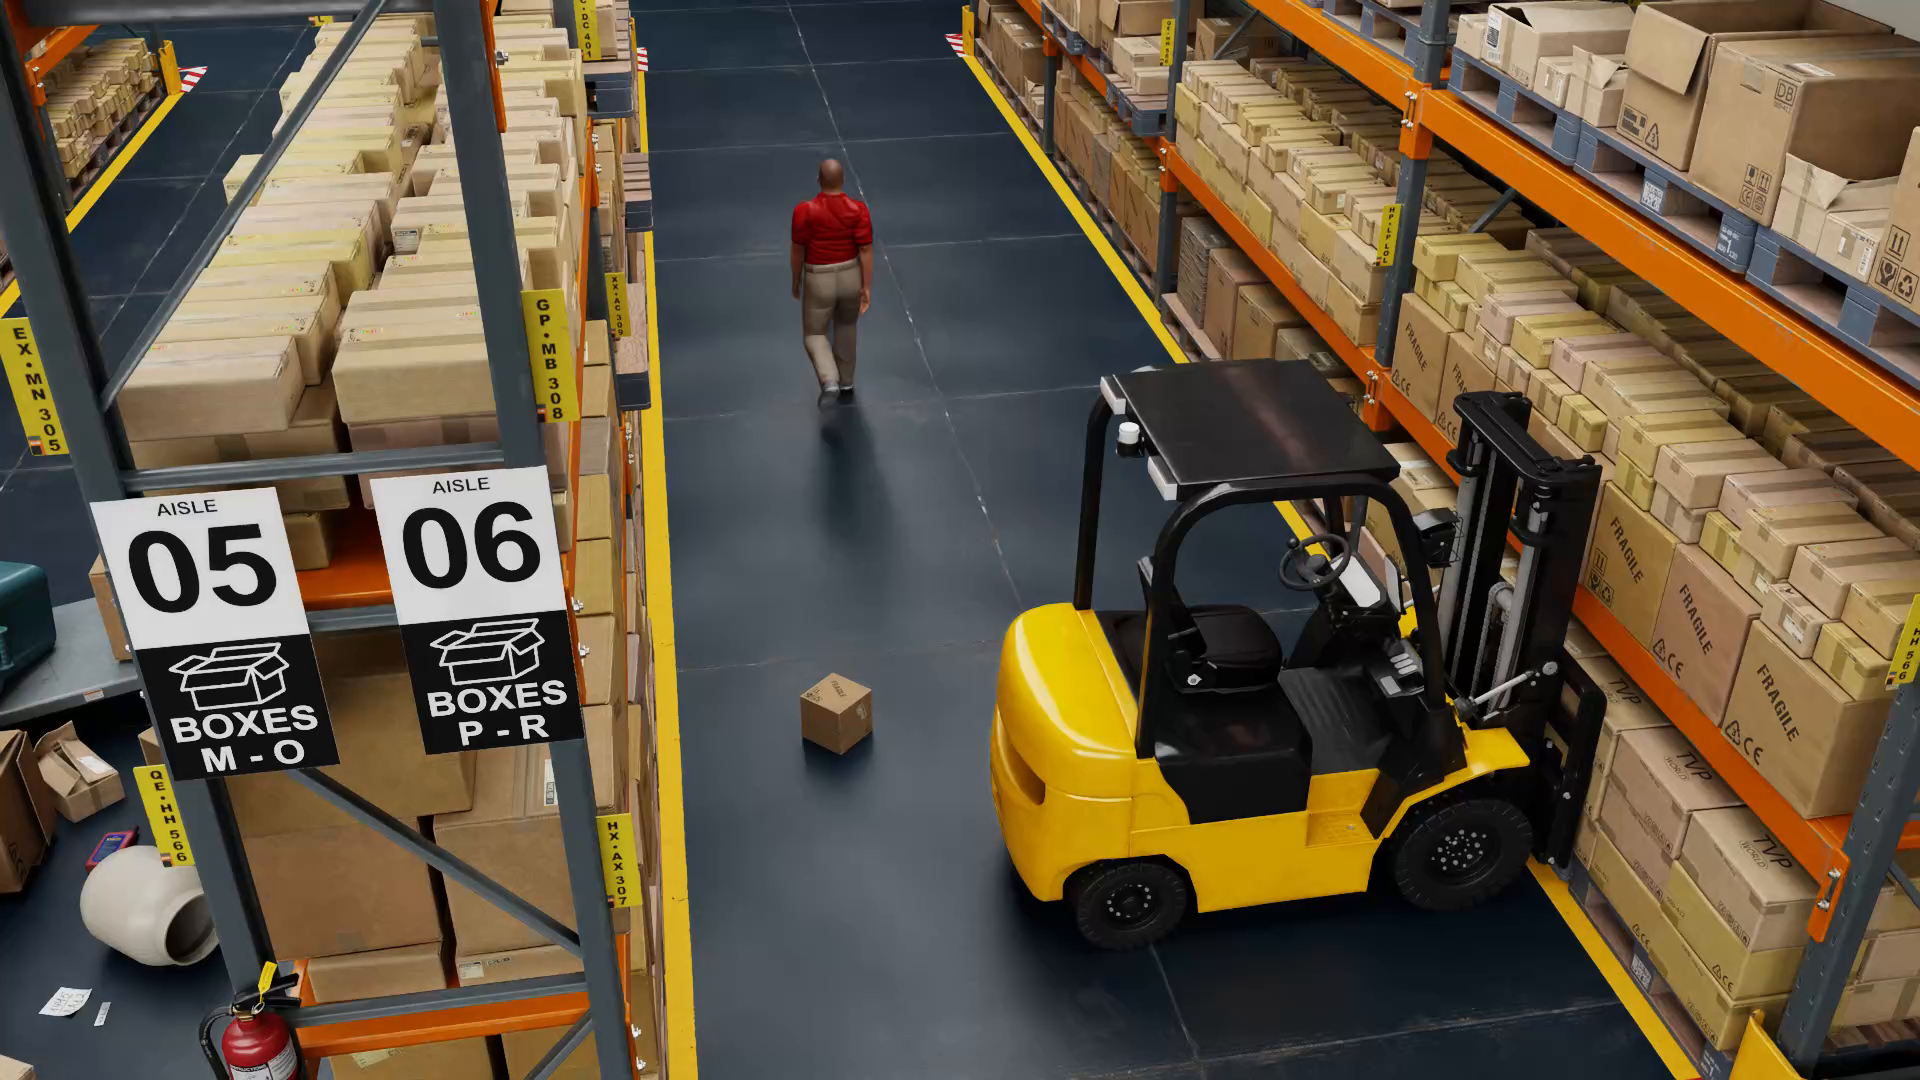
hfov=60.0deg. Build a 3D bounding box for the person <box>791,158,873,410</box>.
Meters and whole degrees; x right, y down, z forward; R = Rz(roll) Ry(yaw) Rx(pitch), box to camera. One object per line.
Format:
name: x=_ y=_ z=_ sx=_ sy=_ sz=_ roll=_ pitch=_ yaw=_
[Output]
person: x=-0.841 y=-1.697 z=11.015 sx=0.524 sy=1.690 sz=0.866 roll=-9 pitch=32 yaw=-14
